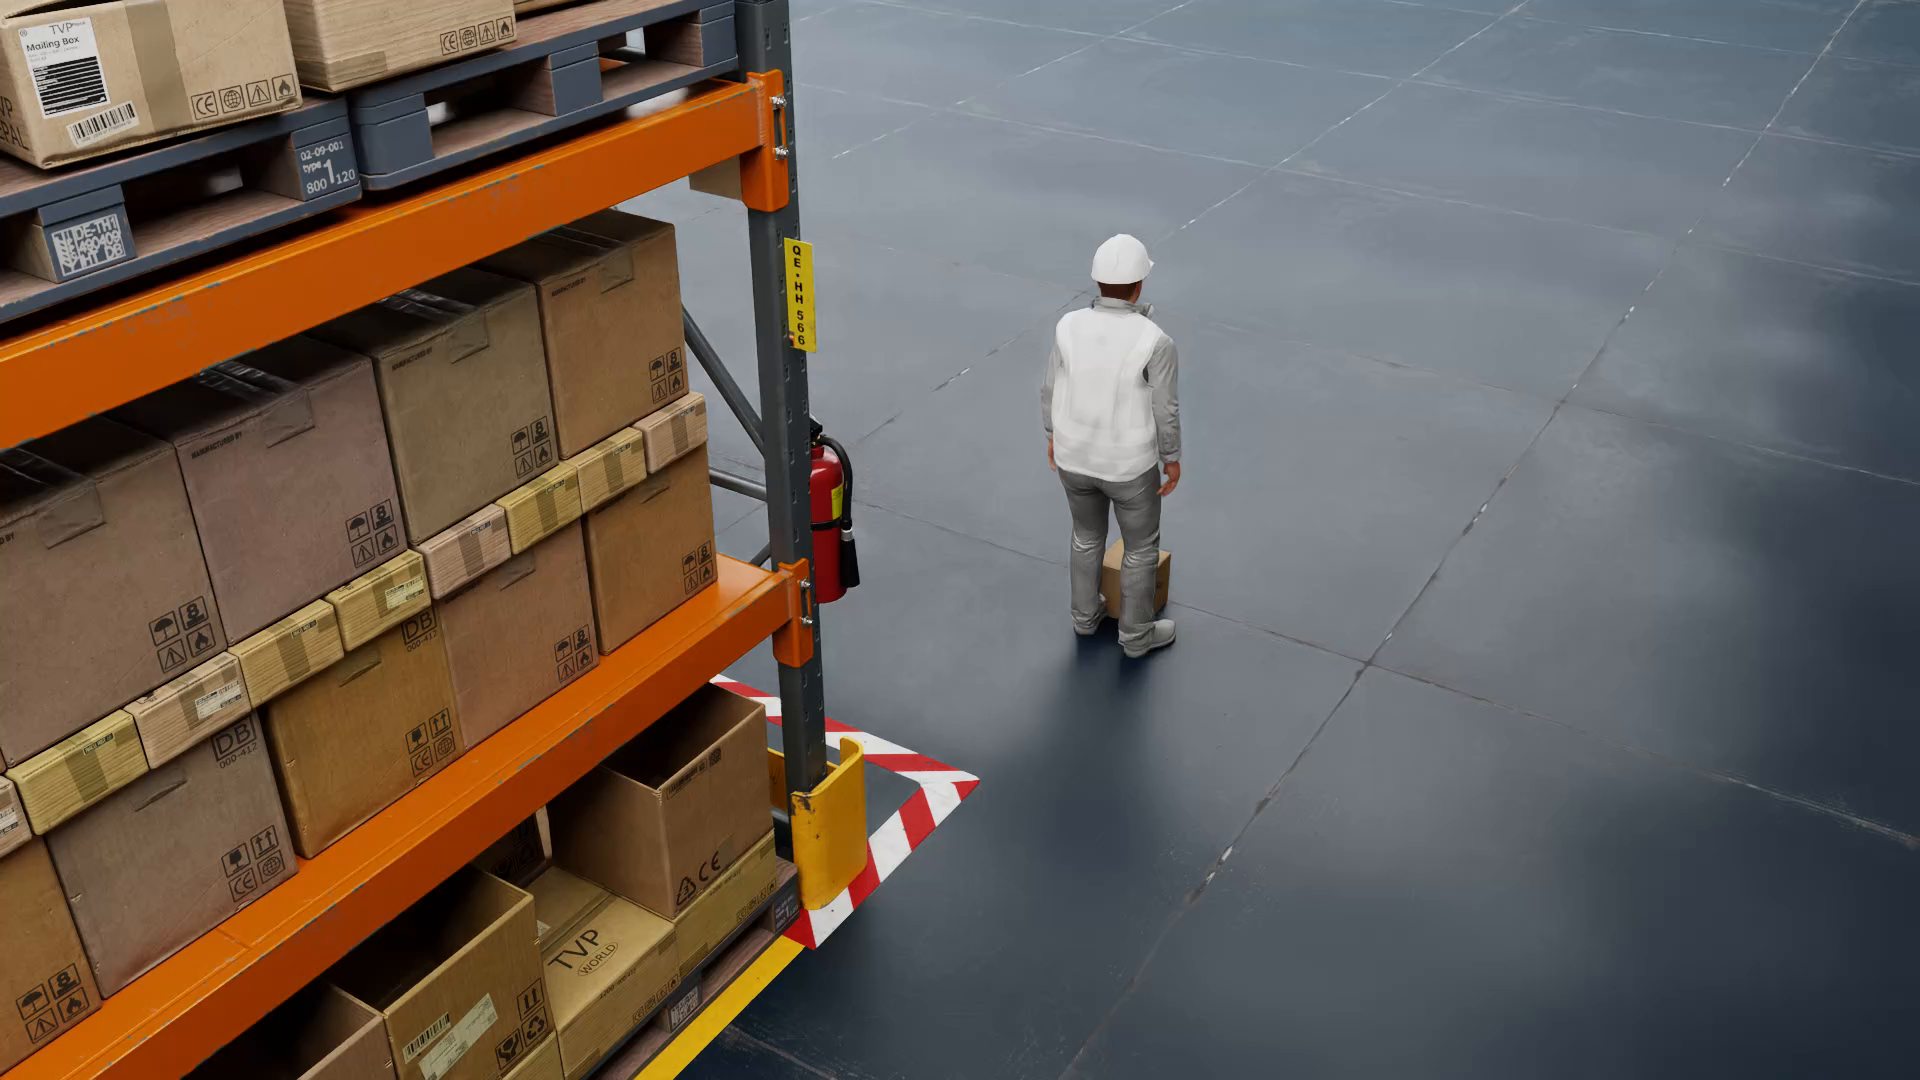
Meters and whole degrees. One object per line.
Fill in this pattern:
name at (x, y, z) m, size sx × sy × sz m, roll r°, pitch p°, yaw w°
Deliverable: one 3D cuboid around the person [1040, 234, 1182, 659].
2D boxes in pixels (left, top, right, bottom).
person at (0.615, -0.362, 6.726) m, size 0.594 × 1.769 × 0.471 m, roll 16°, pitch 34°, yaw 25°
